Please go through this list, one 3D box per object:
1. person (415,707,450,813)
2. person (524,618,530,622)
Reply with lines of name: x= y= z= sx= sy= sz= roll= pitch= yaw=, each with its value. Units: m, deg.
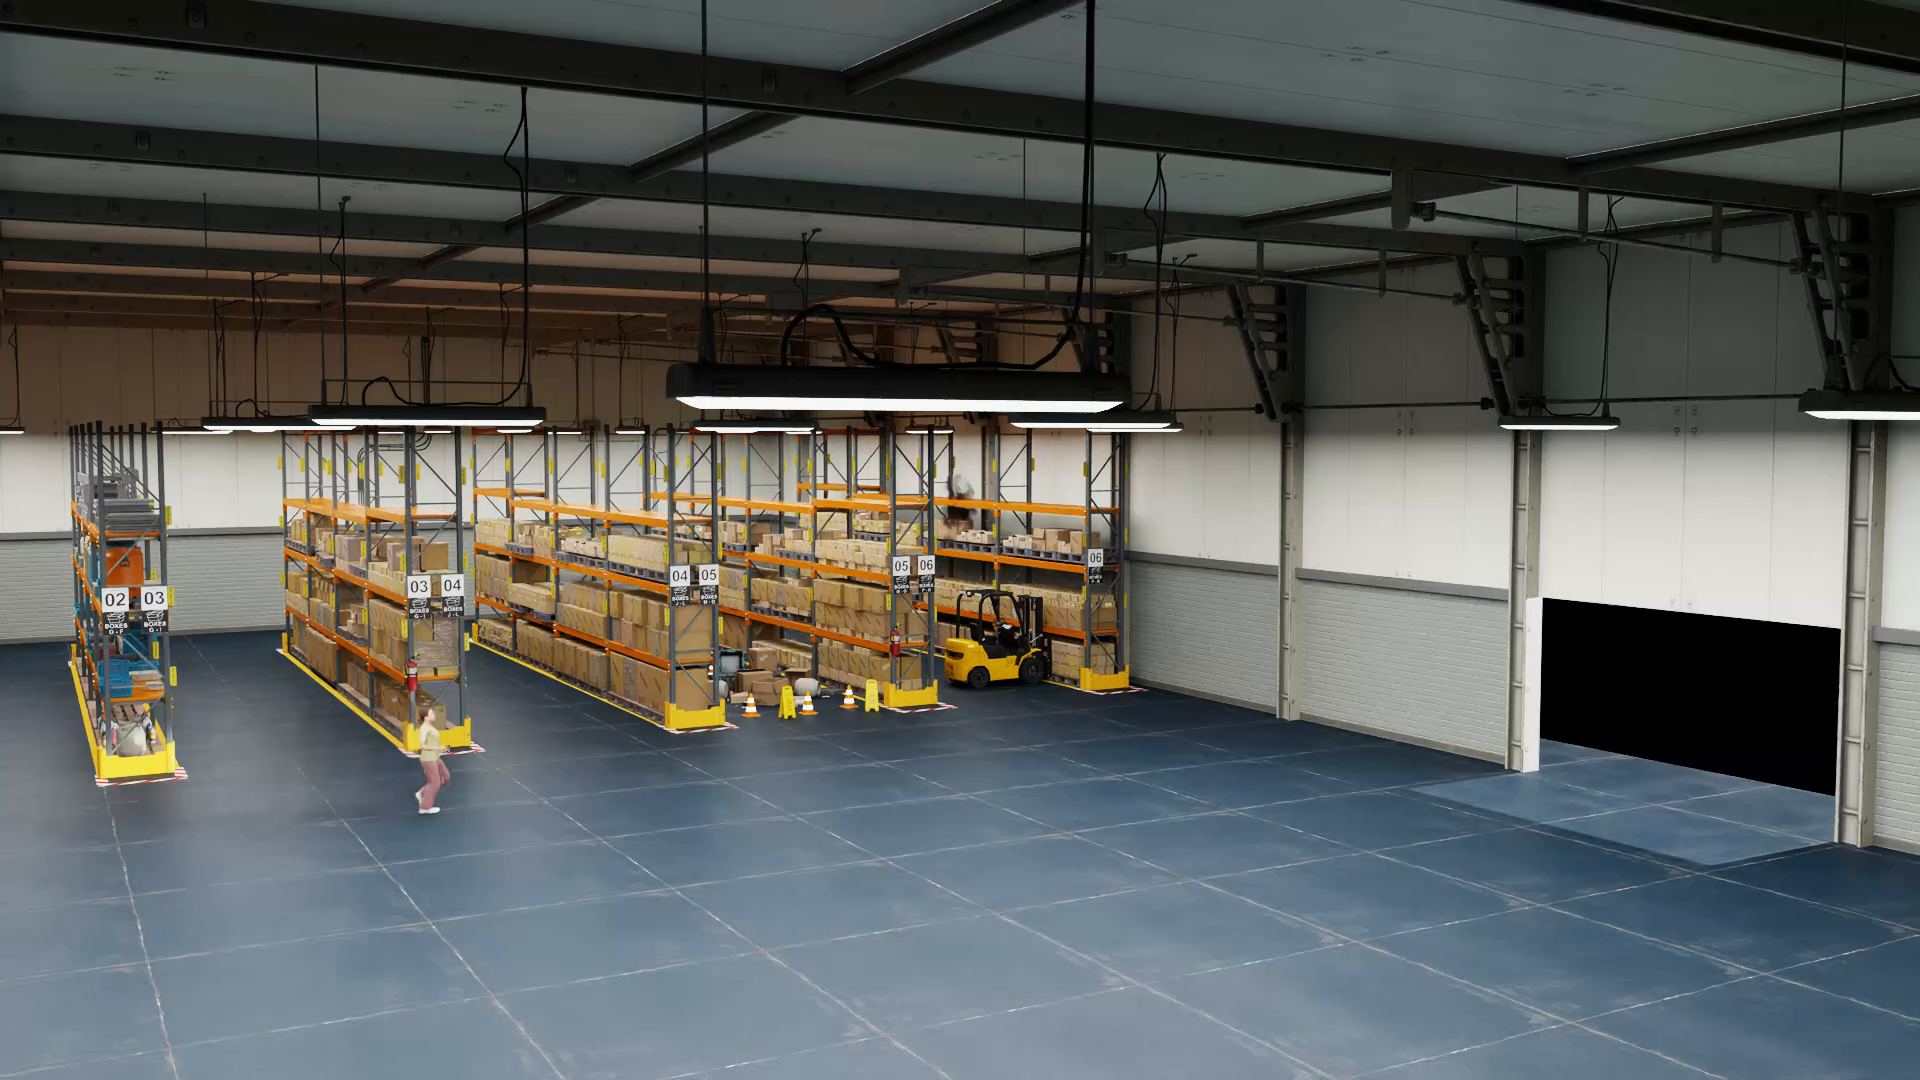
person: x=-8.026 y=3.337 z=25.285 sx=0.542 sy=1.625 sz=0.573 roll=0 pitch=4 yaw=-7
person: x=-12.480 y=1.895 z=48.707 sx=0.750 sy=1.718 sz=0.544 roll=-3 pitch=4 yaw=-36
